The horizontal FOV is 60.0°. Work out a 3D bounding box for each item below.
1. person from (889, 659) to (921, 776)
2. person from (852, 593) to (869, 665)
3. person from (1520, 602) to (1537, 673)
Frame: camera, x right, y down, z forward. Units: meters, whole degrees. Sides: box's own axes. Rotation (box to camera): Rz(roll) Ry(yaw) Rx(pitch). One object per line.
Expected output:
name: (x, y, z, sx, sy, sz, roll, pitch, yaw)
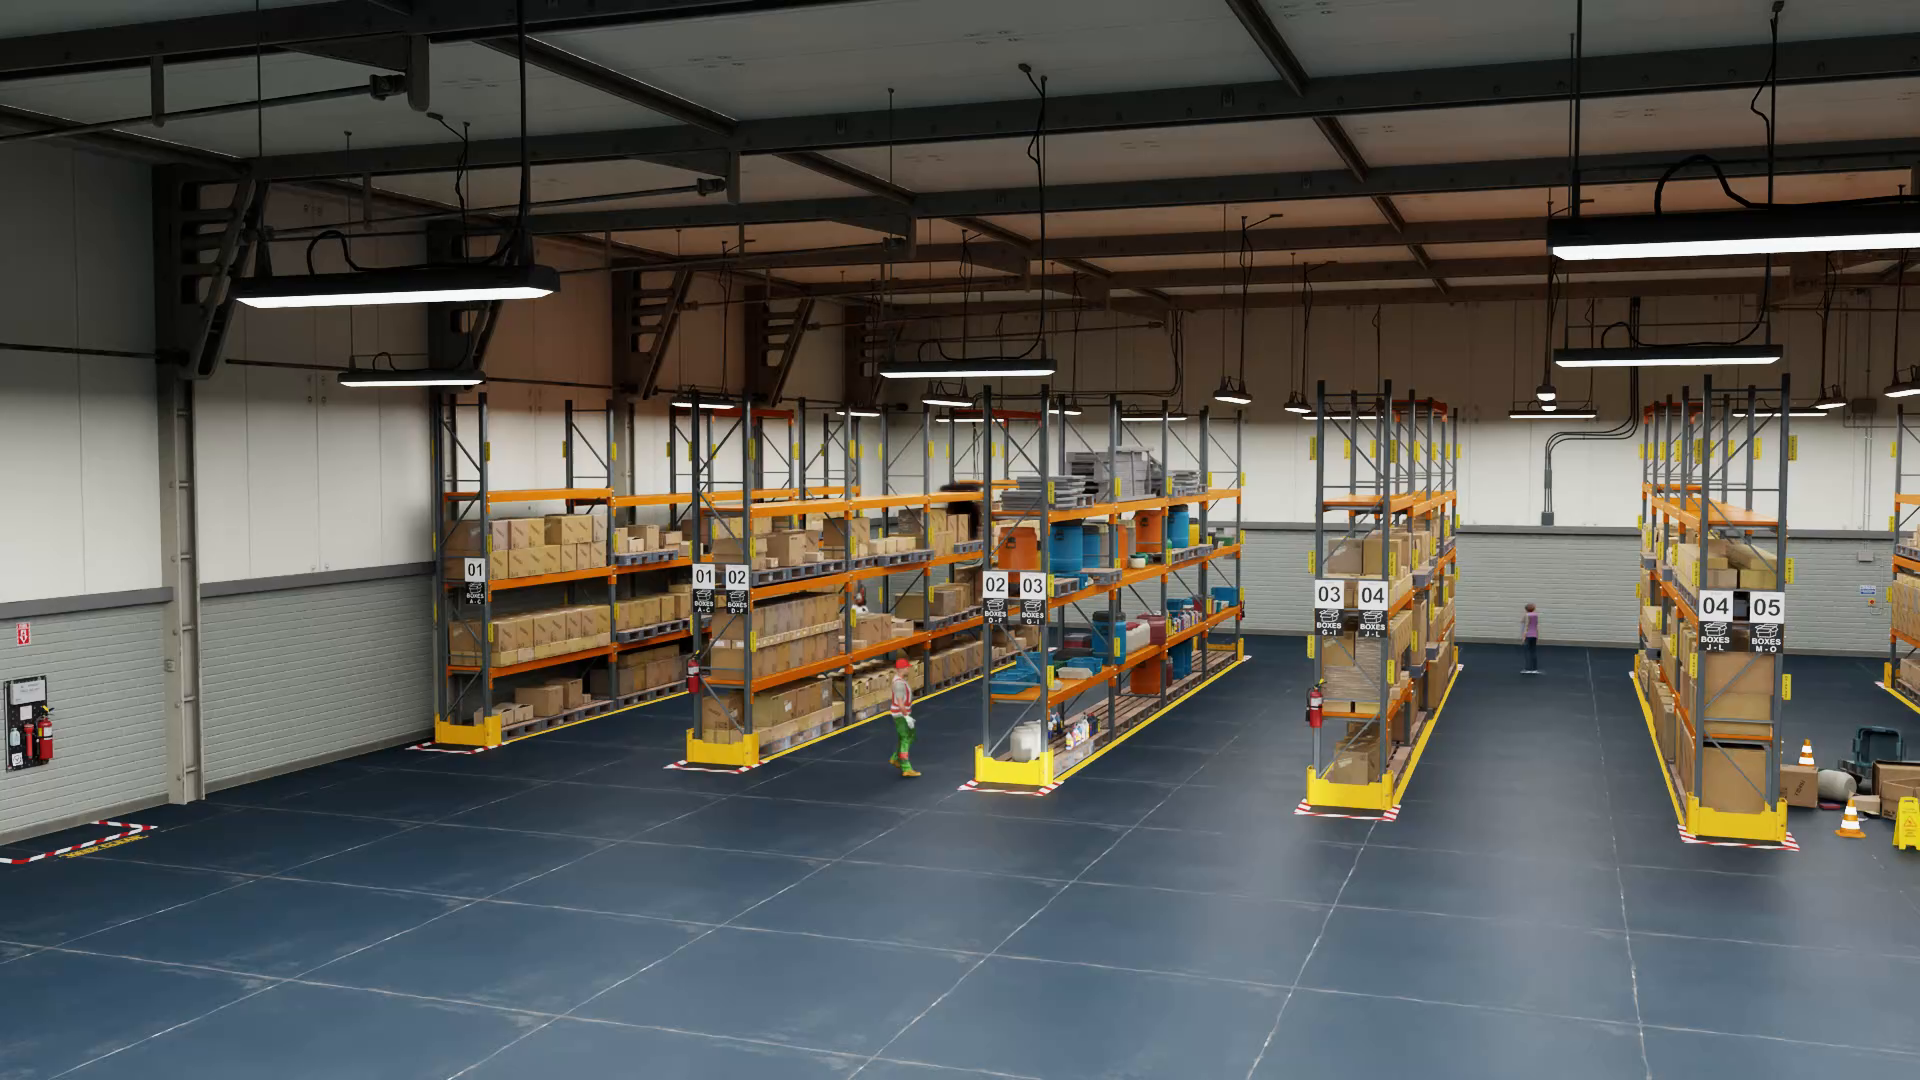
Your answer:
person: (-0.844, 2.730, 25.758, 0.518, 1.787, 0.709, 0, 3, 3)
person: (-2.298, 2.063, 38.520, 0.461, 1.658, 0.665, 1, 3, 18)
person: (12.819, 2.208, 37.449, 0.491, 1.605, 0.339, -2, 4, -35)
